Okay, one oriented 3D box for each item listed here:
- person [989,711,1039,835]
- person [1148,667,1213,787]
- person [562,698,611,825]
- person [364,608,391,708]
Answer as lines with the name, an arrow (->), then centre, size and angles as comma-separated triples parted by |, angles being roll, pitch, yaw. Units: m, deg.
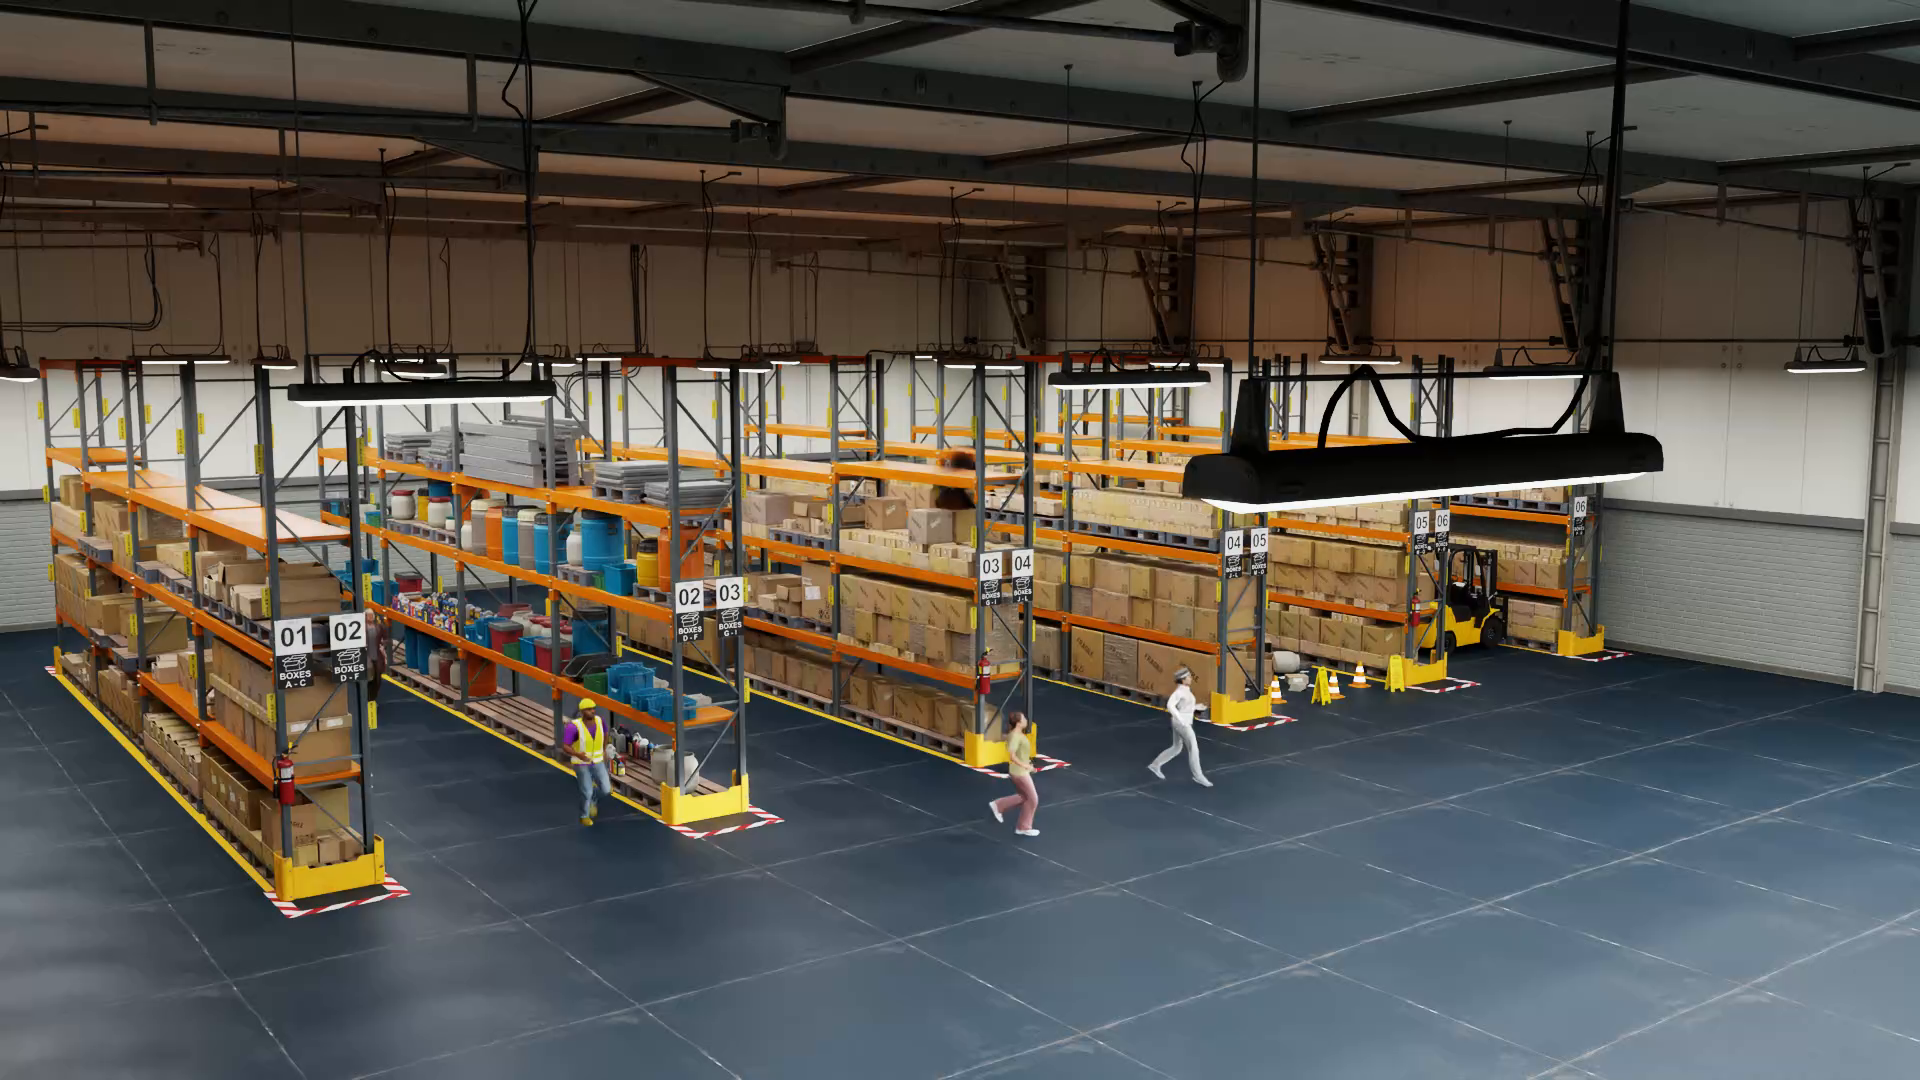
person -> 0.701, 2.986, 21.272 | 0.638, 1.635, 0.581 | 0, 7, -4
person -> 3.157, 2.649, 23.645 | 0.898, 1.717, 0.613 | 0, 7, 2
person -> -4.809, 2.895, 21.648 | 0.710, 1.704, 0.600 | -6, 9, -39
person -> -10.092, 2.146, 28.542 | 0.704, 1.531, 0.643 | -5, 9, -38
